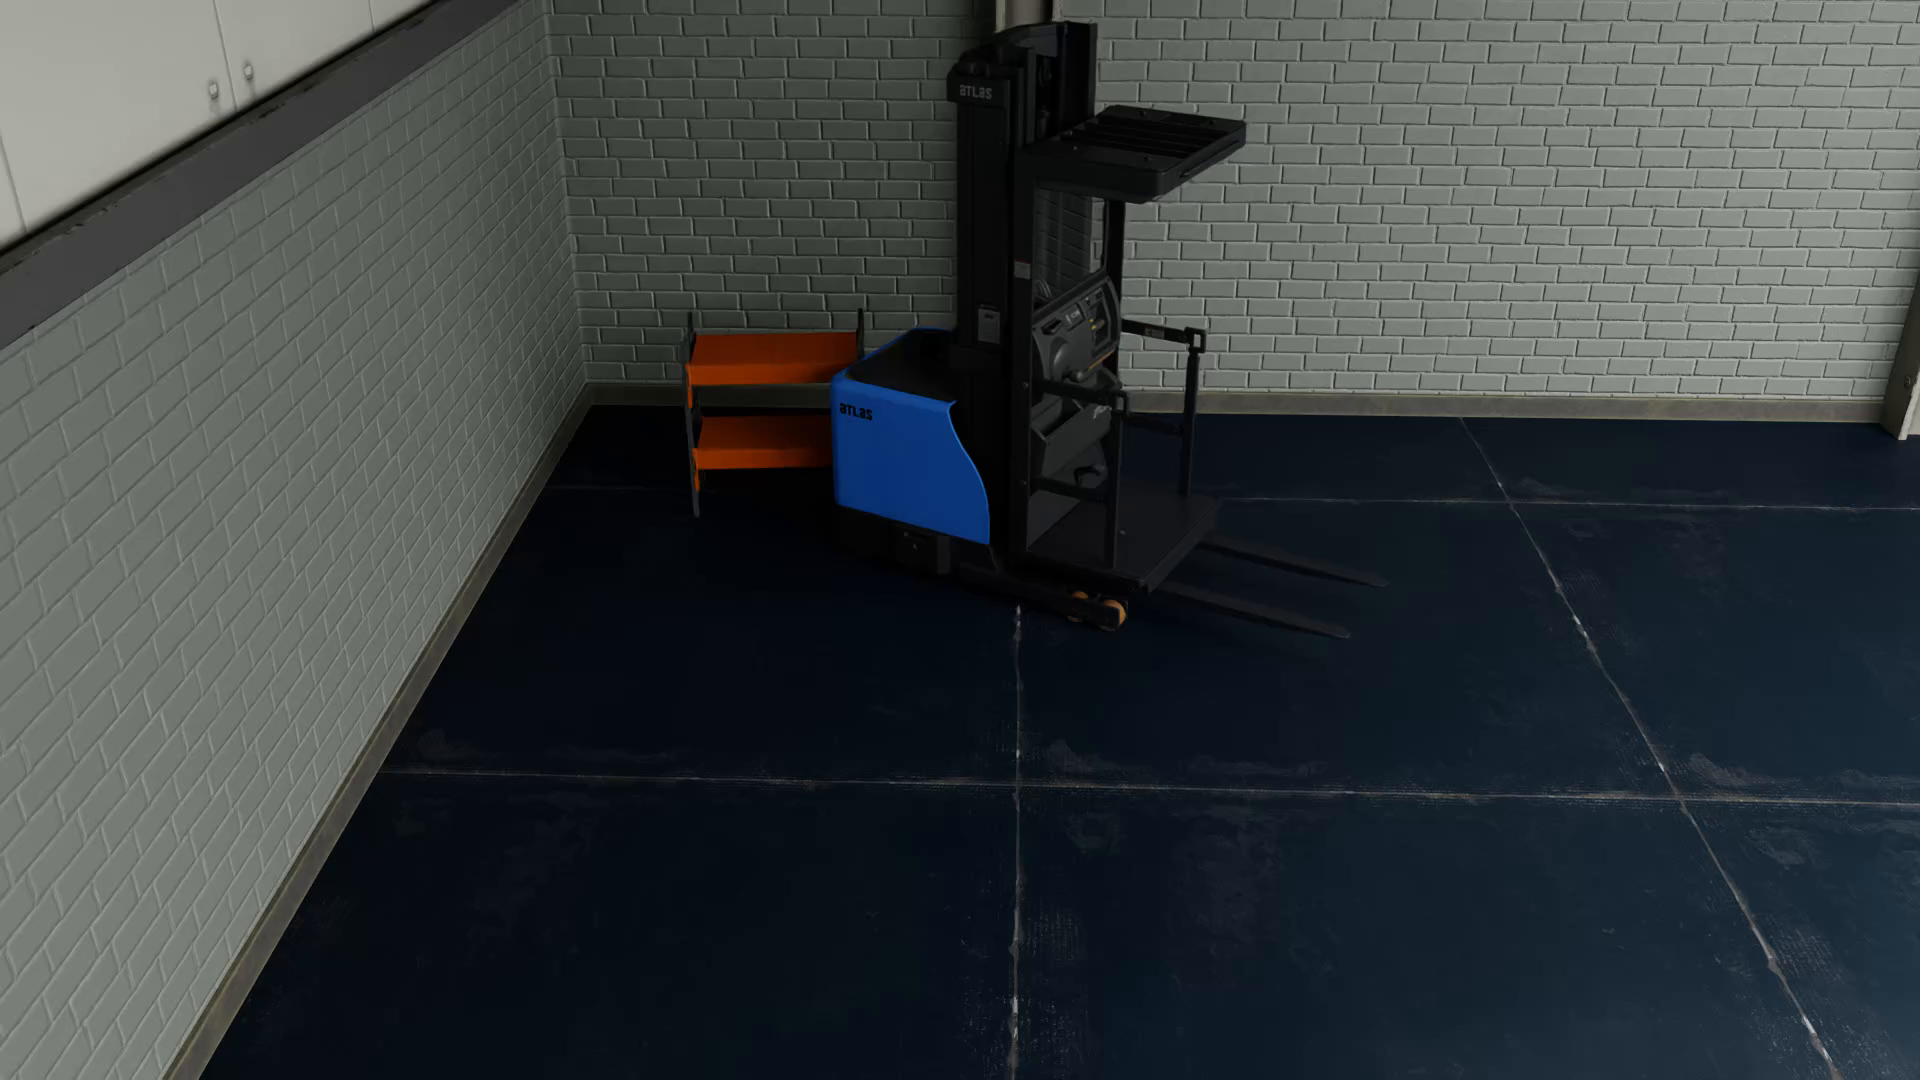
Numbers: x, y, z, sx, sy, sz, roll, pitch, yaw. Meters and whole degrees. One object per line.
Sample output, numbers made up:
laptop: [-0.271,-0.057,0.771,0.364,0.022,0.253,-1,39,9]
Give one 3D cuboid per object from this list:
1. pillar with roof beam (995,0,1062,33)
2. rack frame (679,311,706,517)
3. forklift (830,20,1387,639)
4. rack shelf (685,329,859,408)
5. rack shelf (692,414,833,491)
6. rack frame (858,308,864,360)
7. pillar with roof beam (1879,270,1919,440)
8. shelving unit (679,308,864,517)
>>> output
pillar with roof beam: [0.261,-2.794,5.413,0.400,9.000,9.100,1,28,2]
rack frame: [-1.599,-0.751,9.965,0.032,1.125,0.500,-1,28,-3]
forklift: [0.799,-1.095,8.686,3.031,2.935,1.130,15,31,26]
rack shelf: [-1.091,-1.022,9.852,1.000,0.278,0.538,-1,28,-3]
rack shelf: [-1.091,-0.547,10.103,1.000,0.278,0.538,-1,28,-3]
rack frame: [-0.584,-0.775,10.012,0.032,1.125,0.500,-1,28,-3]
pillar with roof beam: [6.258,-2.695,5.225,0.400,9.000,9.100,1,28,2]
shelving unit: [-1.091,-0.763,9.989,1.048,1.125,0.538,-1,28,-3]
